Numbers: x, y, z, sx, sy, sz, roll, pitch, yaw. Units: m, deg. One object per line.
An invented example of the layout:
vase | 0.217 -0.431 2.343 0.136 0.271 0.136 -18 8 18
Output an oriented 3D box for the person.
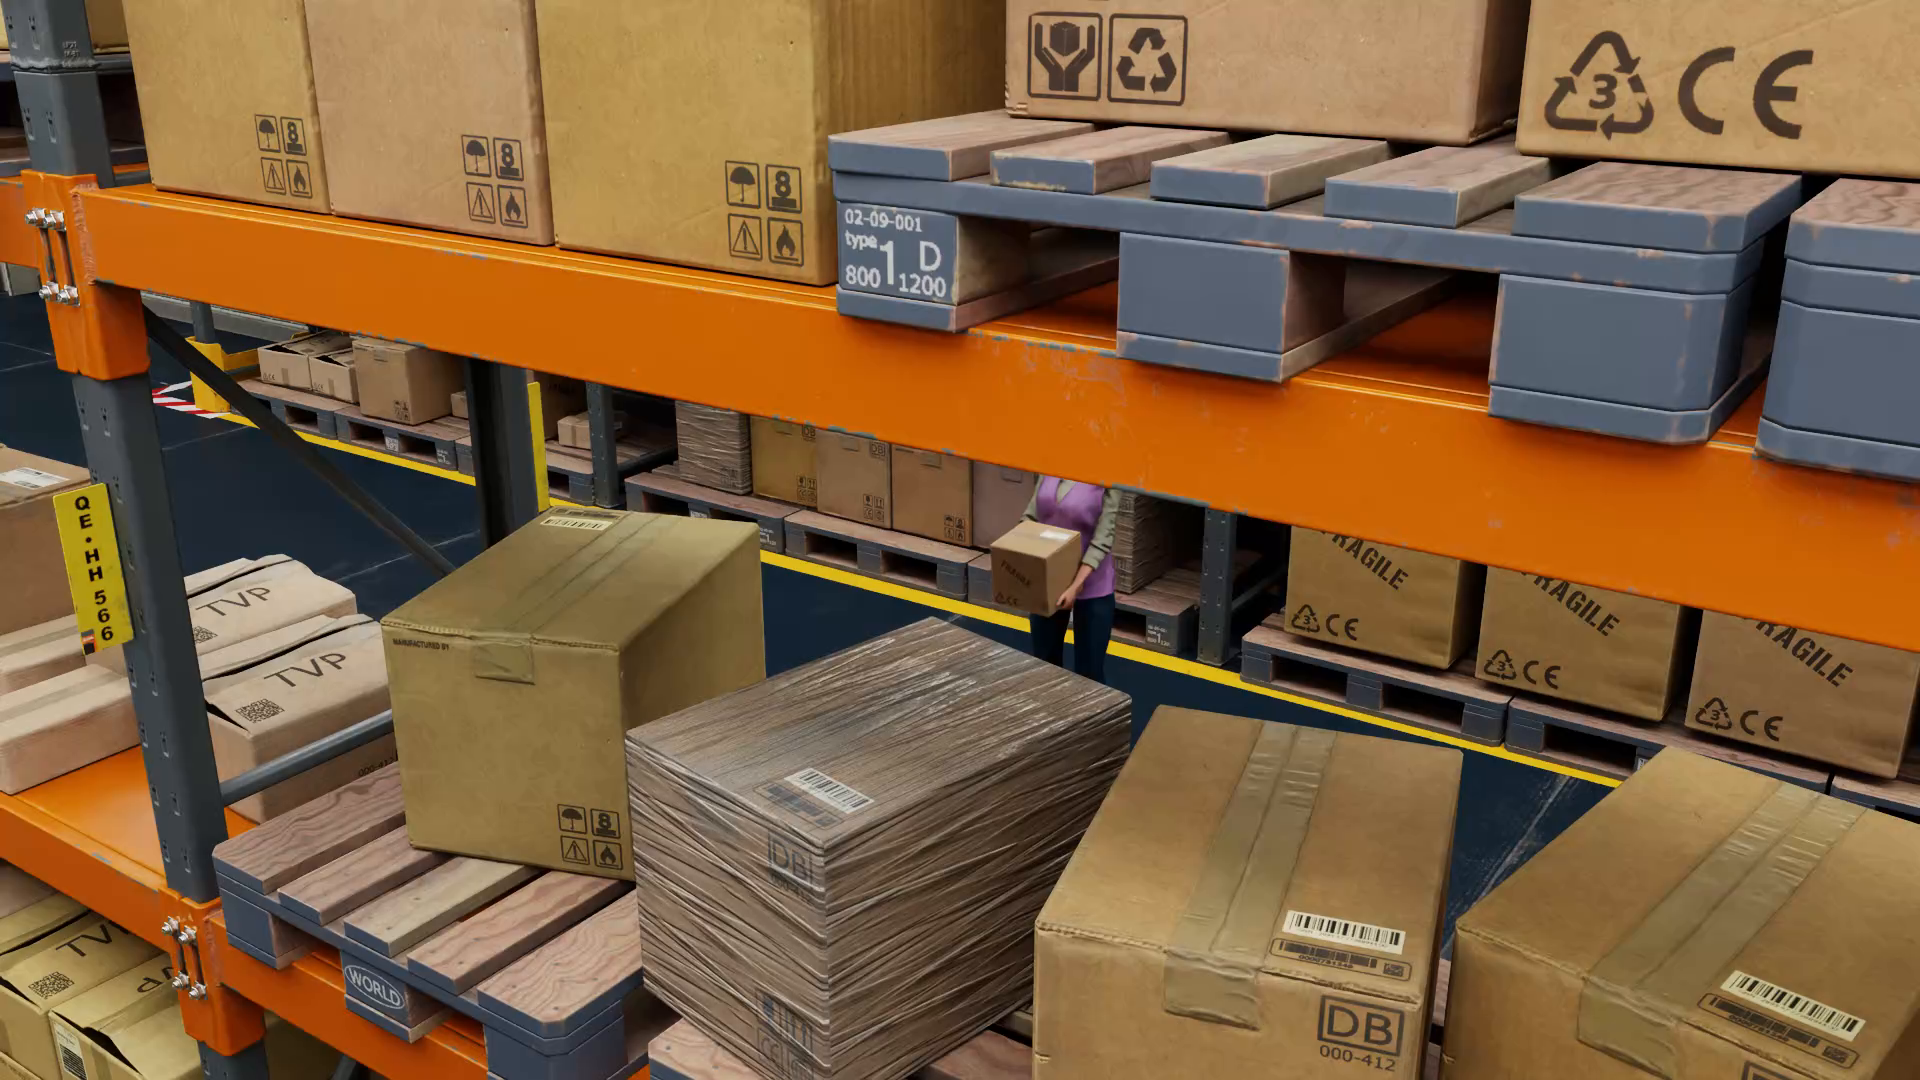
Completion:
person | 0.400 0.221 6.493 0.405 1.589 0.500 14 24 33
